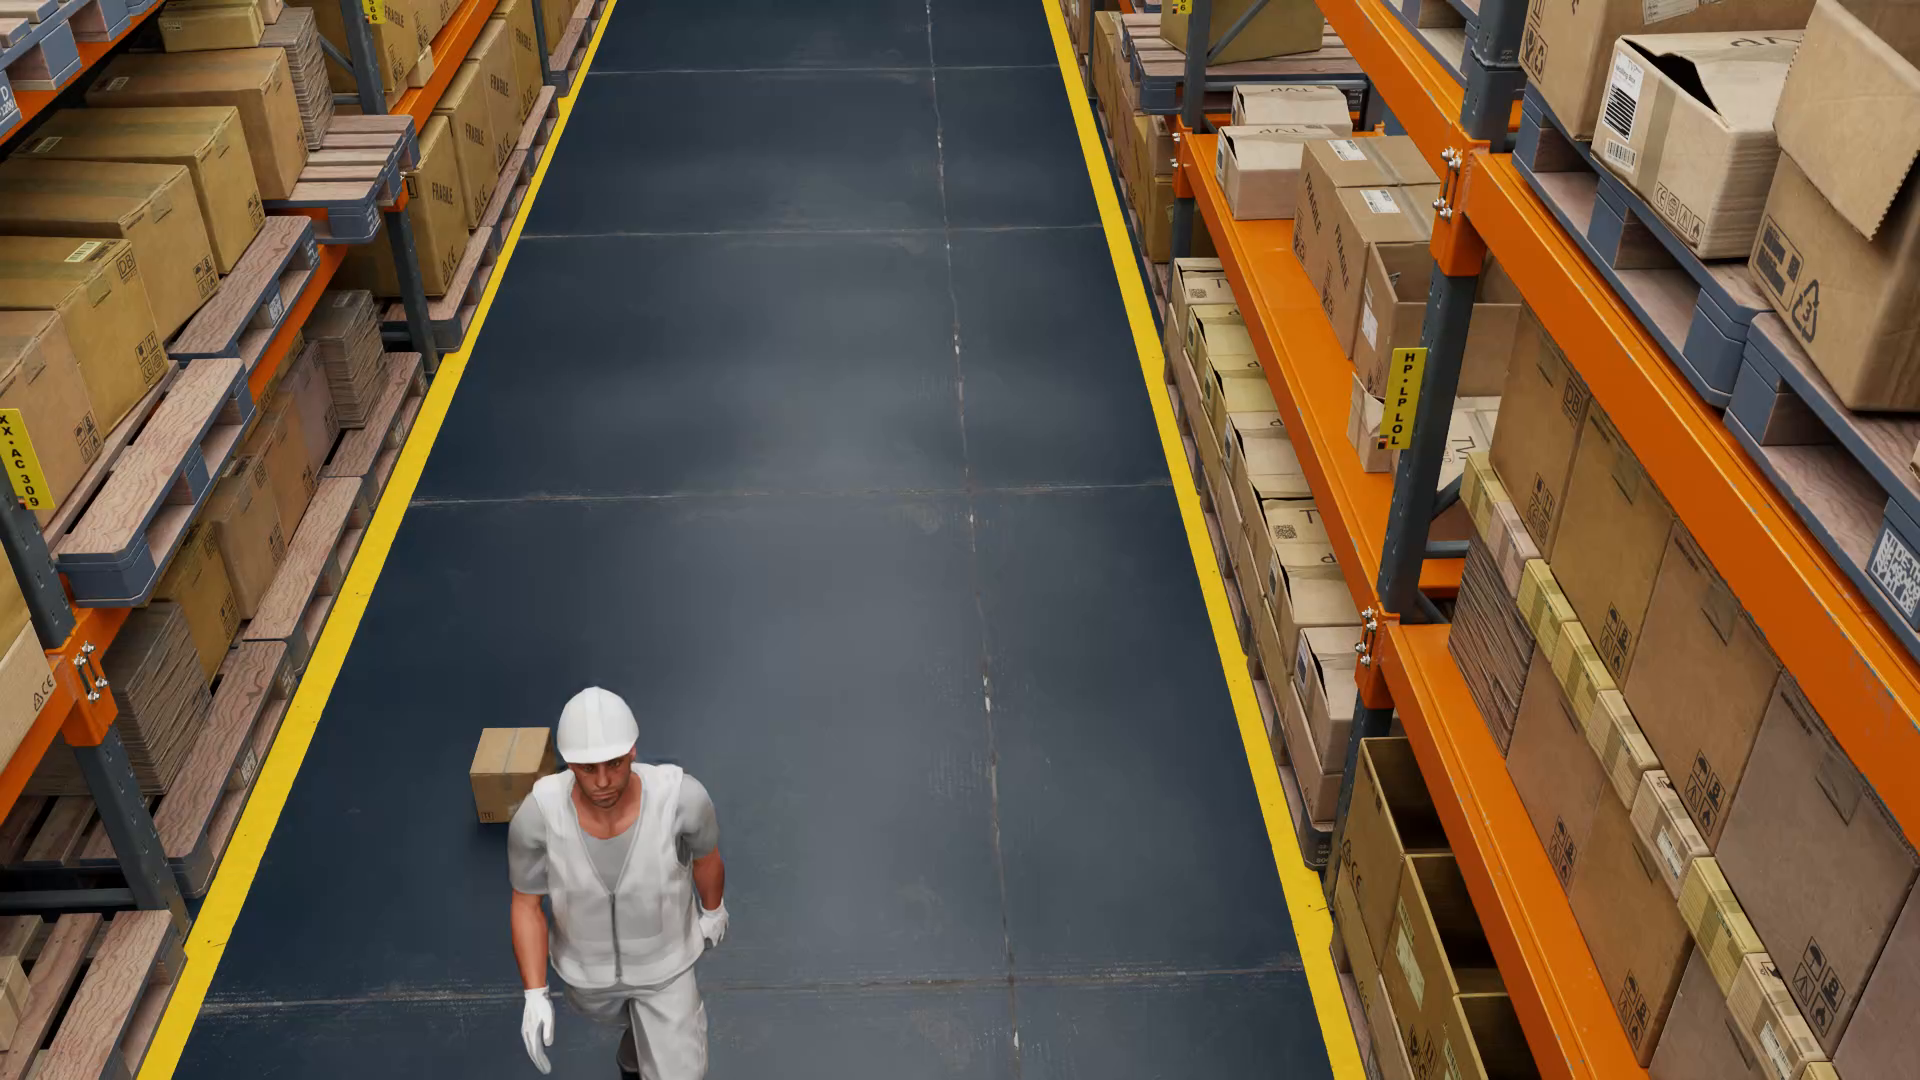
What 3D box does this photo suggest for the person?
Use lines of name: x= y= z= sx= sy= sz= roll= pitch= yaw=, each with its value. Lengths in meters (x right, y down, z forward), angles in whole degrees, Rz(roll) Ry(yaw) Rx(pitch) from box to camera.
person: x=-0.905 y=1.146 z=4.493 sx=0.538 sy=1.735 sz=1.089 roll=-2 pitch=35 yaw=-3
